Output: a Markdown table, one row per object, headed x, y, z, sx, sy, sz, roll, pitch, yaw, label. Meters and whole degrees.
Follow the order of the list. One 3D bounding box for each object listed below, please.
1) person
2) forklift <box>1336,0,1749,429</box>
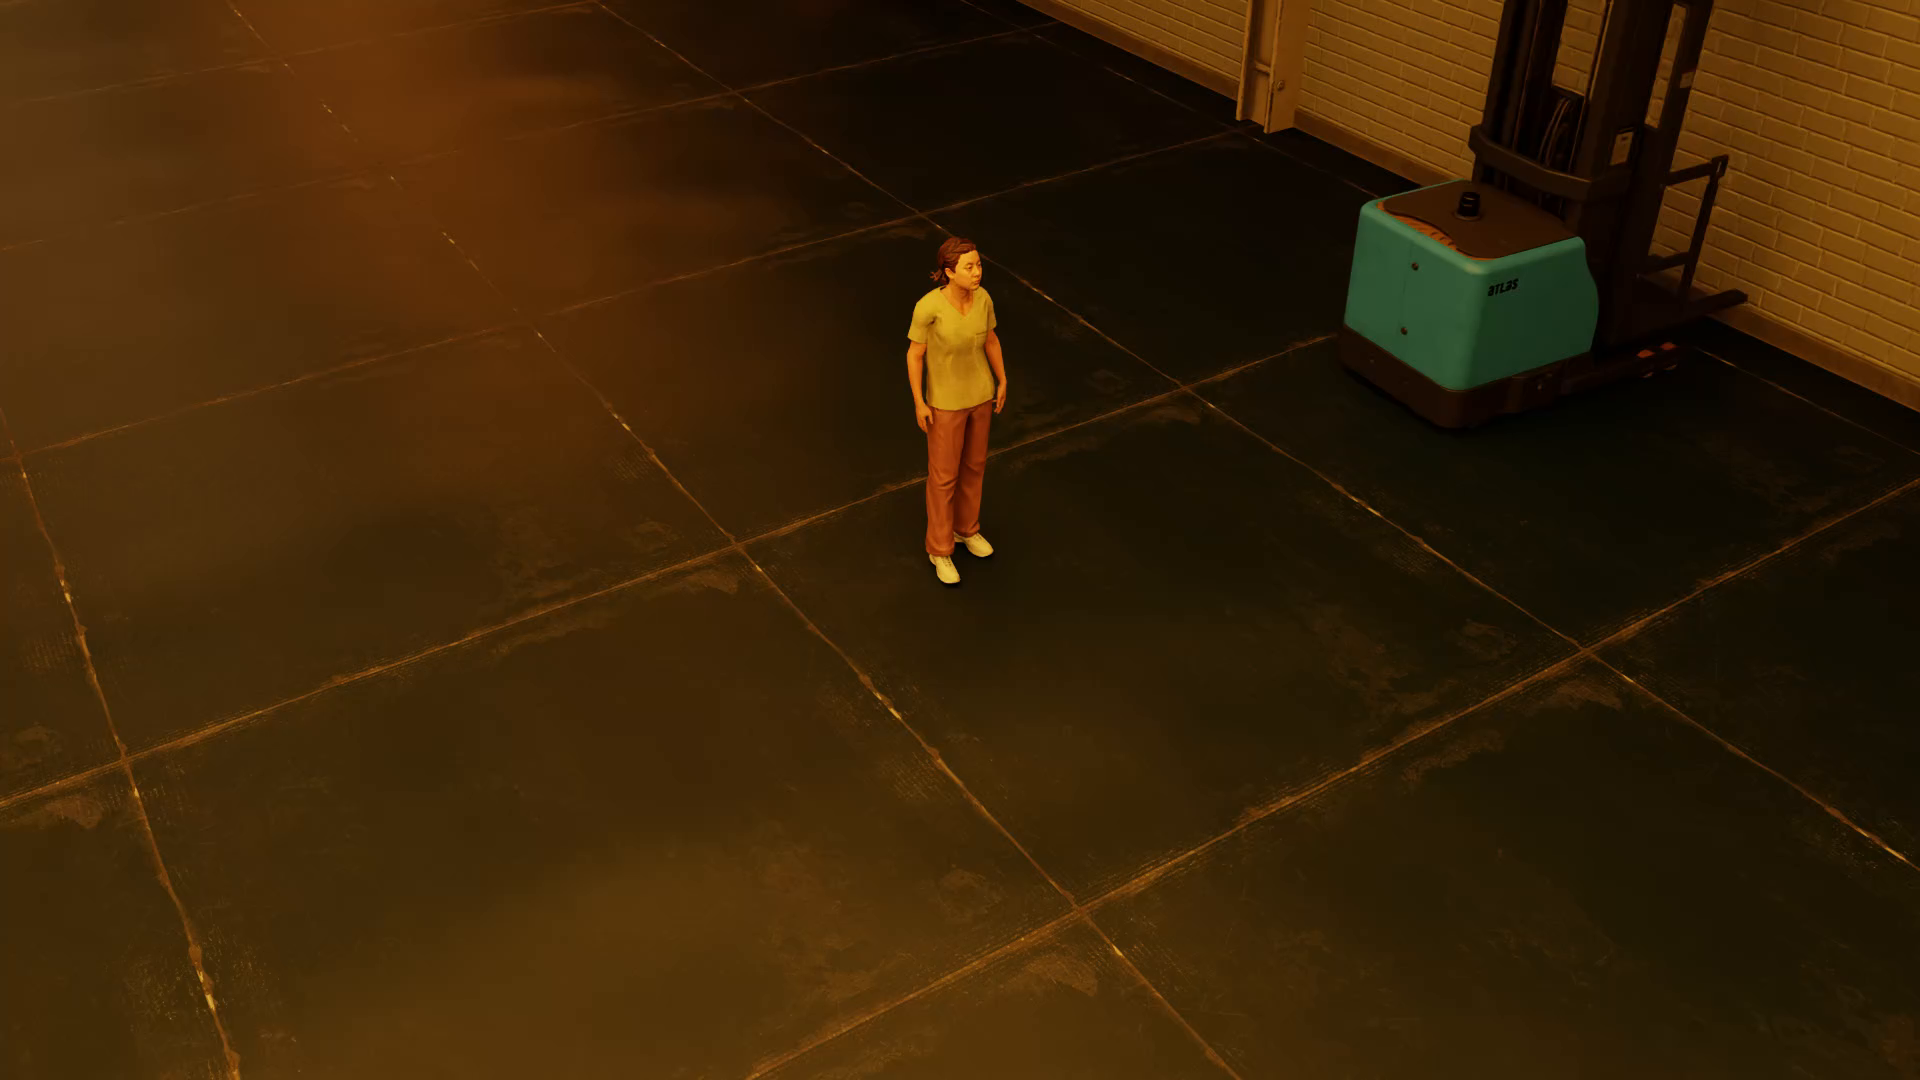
| x | y | z | sx | sy | sz | roll | pitch | yaw | label |
| --- | --- | --- | --- | --- | --- | --- | --- | --- | --- |
| 0.031 | -0.653 | 8.156 | 0.555 | 1.675 | 0.549 | -21 | 40 | -27 | person |
| 3.842 | -2.434 | 9.612 | 3.031 | 2.935 | 1.130 | -17 | 39 | -23 | forklift |
